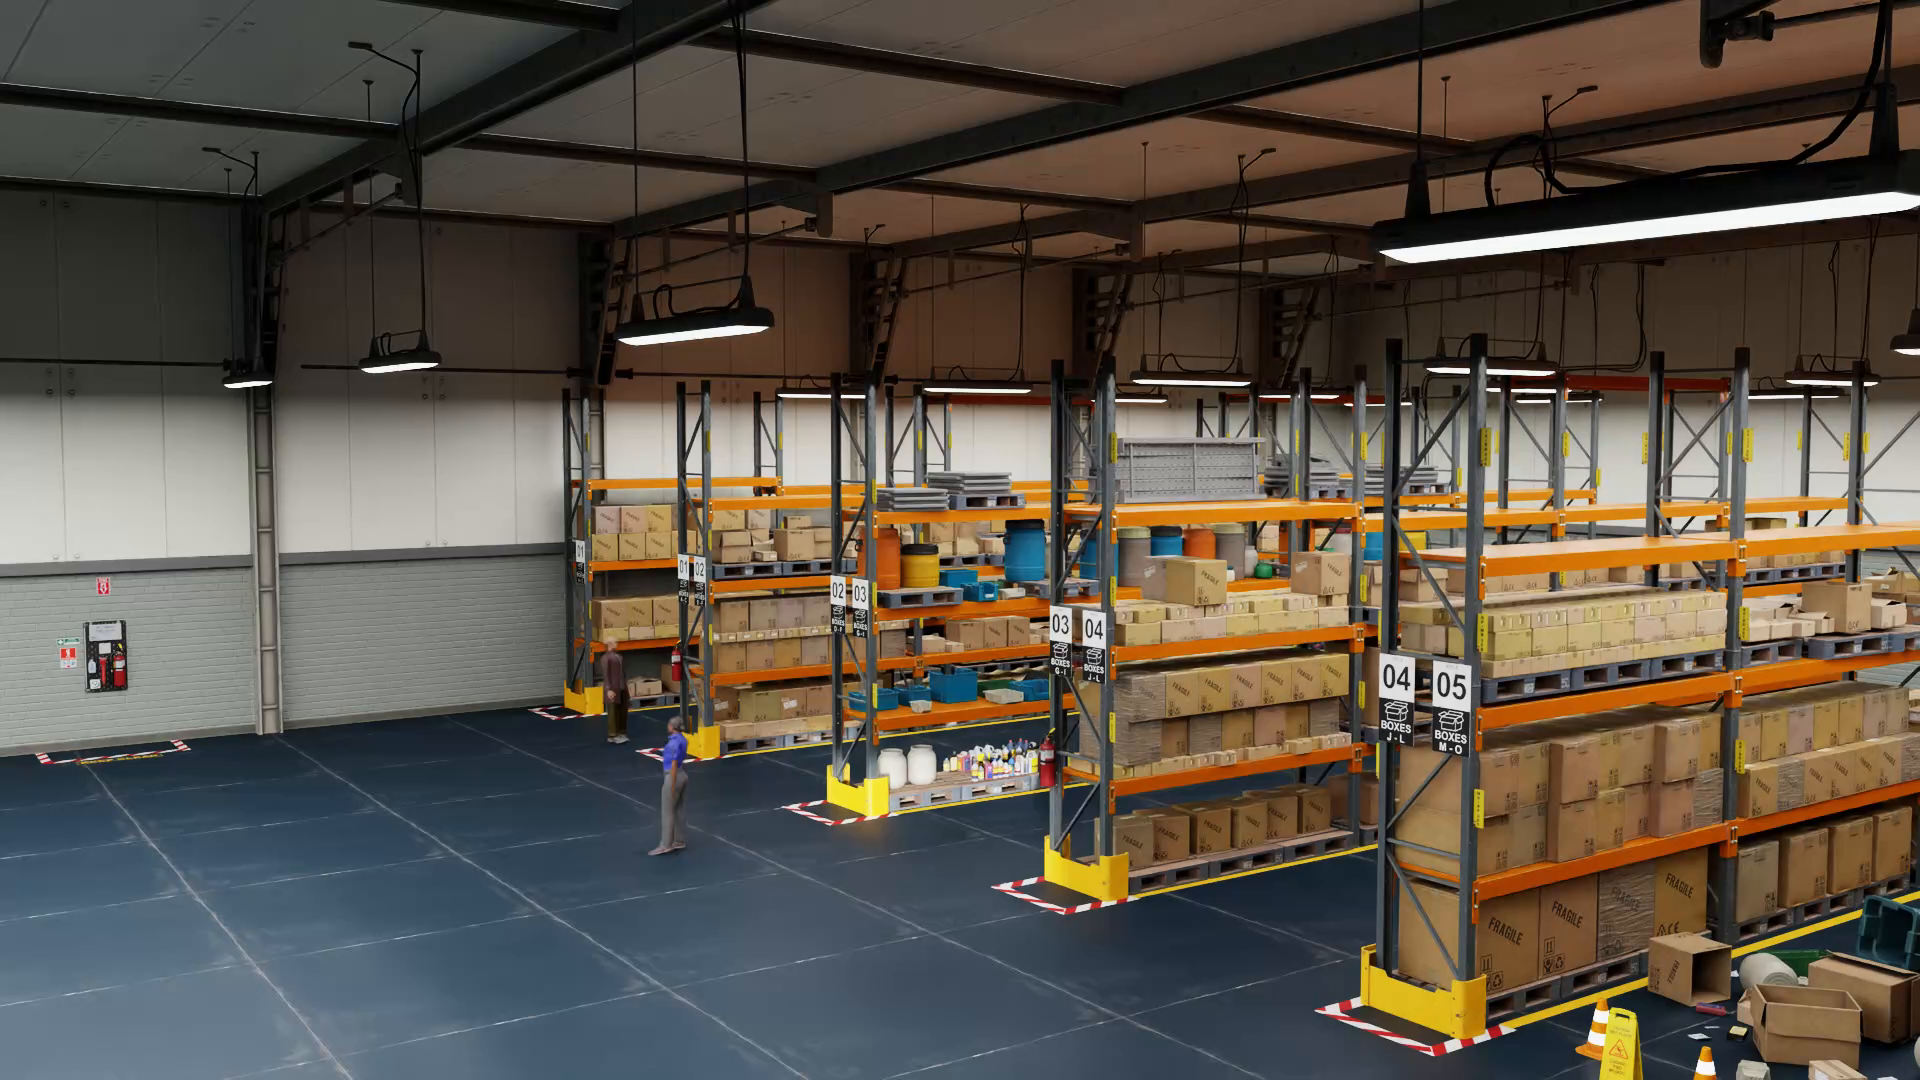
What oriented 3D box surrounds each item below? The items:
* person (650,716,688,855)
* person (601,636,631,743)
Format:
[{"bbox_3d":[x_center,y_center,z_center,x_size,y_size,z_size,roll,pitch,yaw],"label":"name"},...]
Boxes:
[{"bbox_3d":[-3.592,3.027,20.576,0.388,1.668,0.549,0,4,7],"label":"person"},{"bbox_3d":[-5.751,2.515,27.835,0.478,1.821,0.638,2,4,26],"label":"person"}]
